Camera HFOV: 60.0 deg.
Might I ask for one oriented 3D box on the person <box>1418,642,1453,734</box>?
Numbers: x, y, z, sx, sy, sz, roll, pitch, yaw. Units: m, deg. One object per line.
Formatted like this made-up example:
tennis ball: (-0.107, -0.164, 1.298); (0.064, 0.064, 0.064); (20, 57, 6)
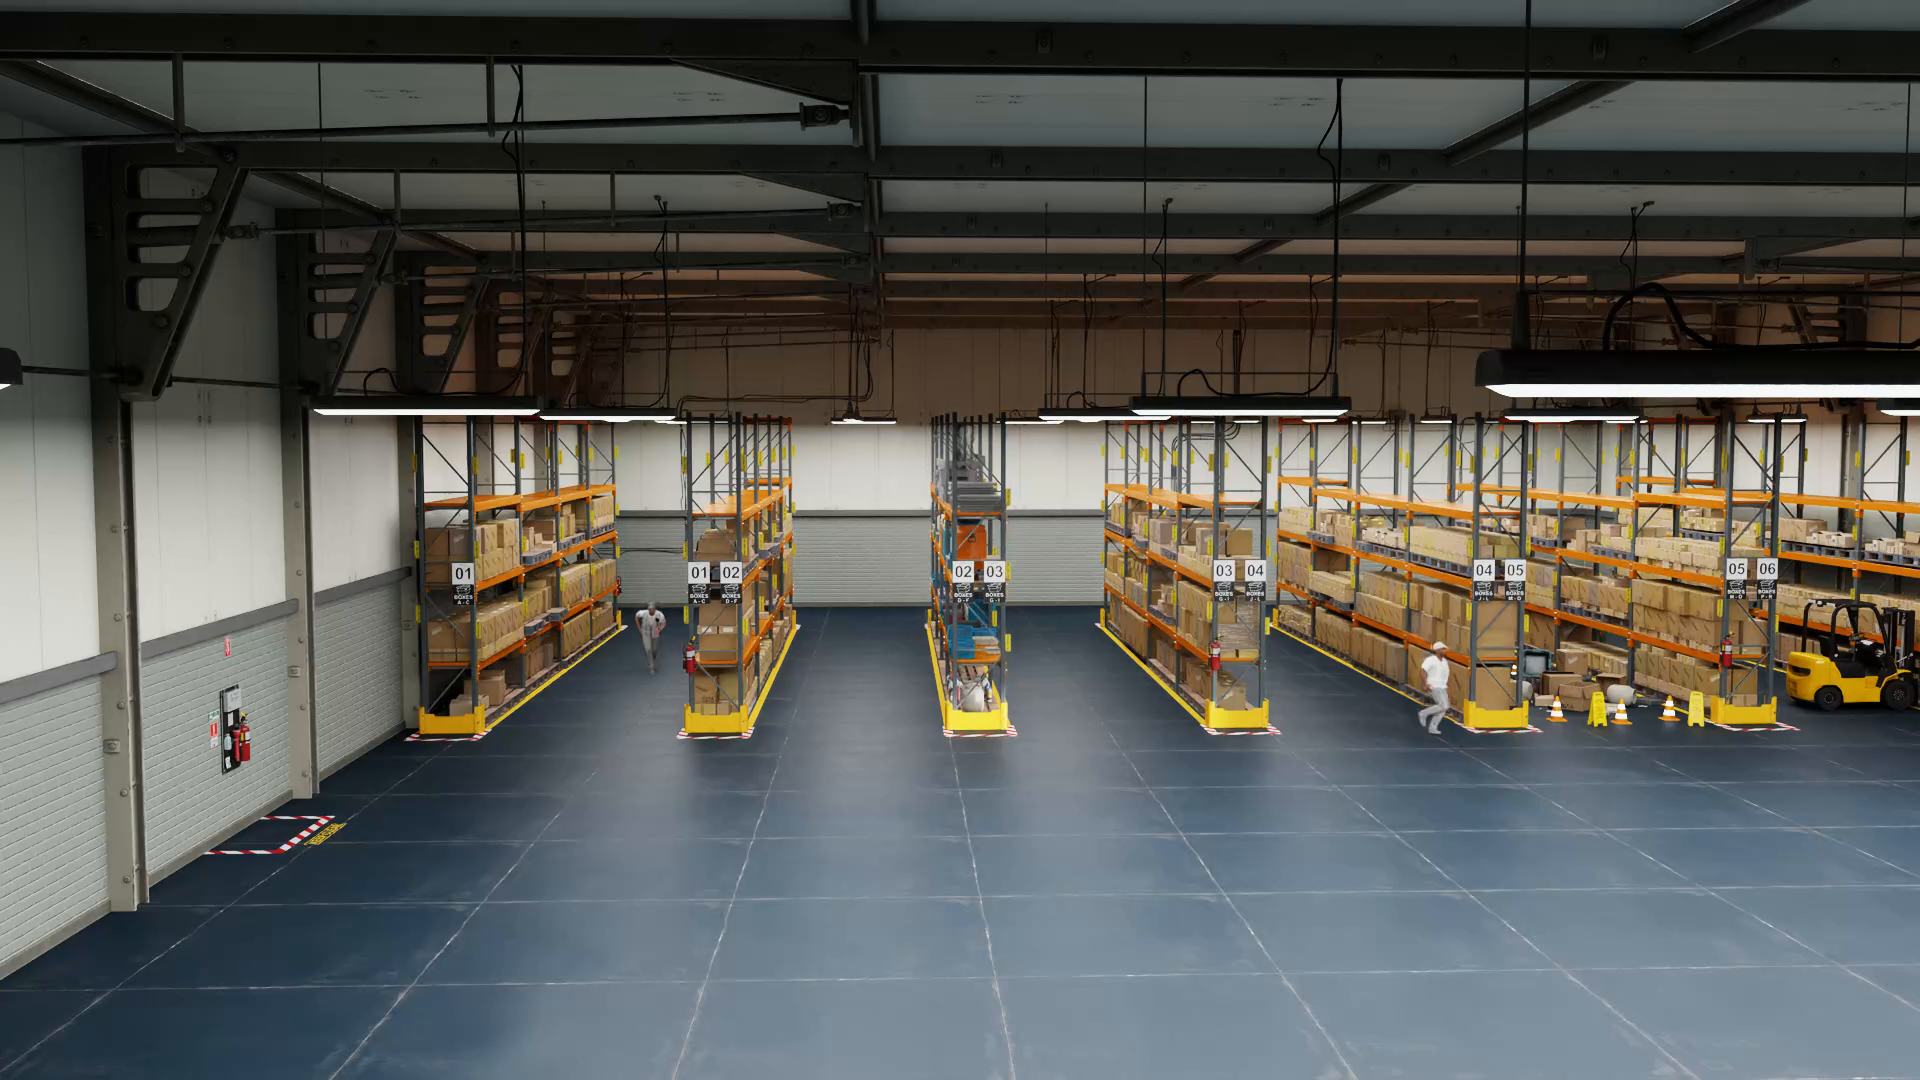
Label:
person: (8.953, 2.760, 31.123); (0.744, 1.691, 0.545); (-3, 5, -41)

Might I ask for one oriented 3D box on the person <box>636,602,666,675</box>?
person: (-7.212, 2.274, 38.858); (0.704, 1.721, 1.016); (-1, 4, -8)

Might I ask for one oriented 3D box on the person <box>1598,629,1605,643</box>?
person: (16.406, 1.911, 42.957); (0.588, 1.831, 0.835); (0, 4, -4)
